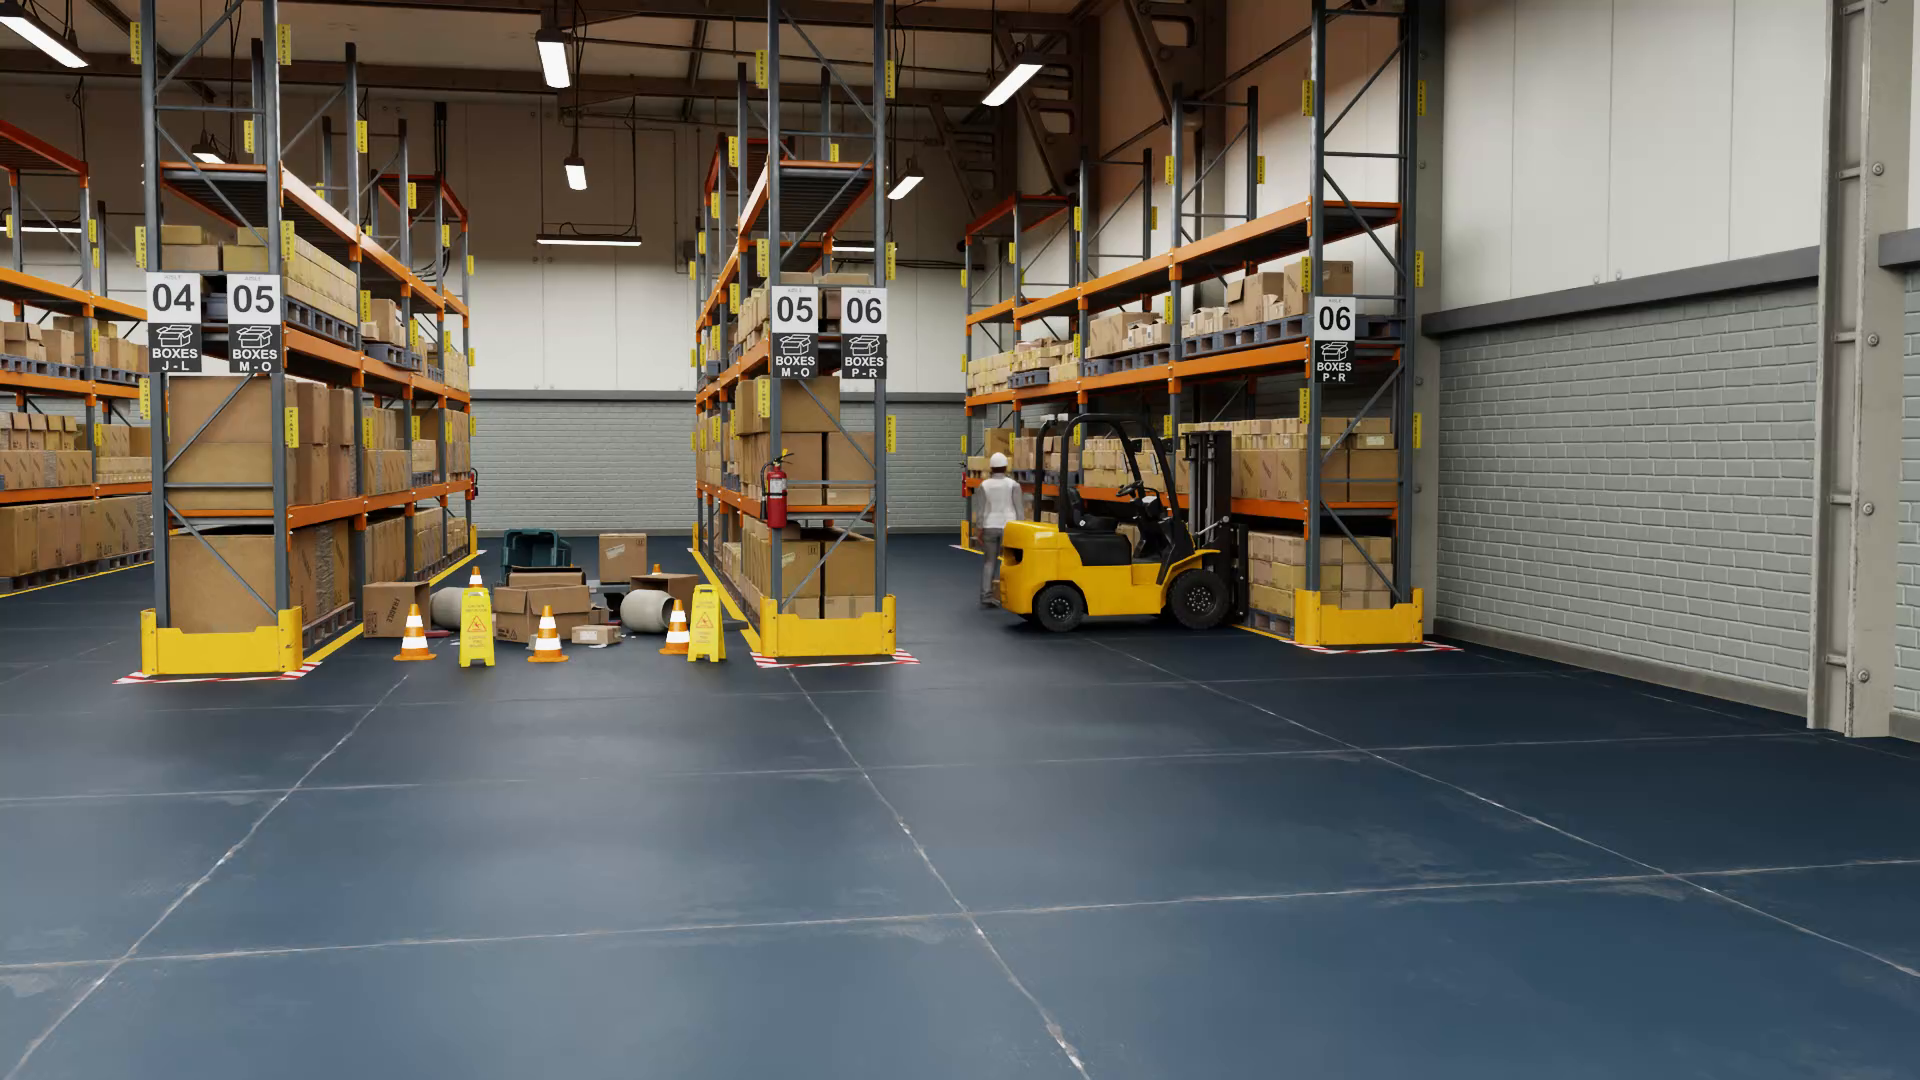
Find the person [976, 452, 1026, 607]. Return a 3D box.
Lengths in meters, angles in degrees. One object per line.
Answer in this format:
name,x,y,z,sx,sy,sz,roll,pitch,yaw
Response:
person,0.486,-0.124,19.177,0.581,1.771,0.684,1,3,10
